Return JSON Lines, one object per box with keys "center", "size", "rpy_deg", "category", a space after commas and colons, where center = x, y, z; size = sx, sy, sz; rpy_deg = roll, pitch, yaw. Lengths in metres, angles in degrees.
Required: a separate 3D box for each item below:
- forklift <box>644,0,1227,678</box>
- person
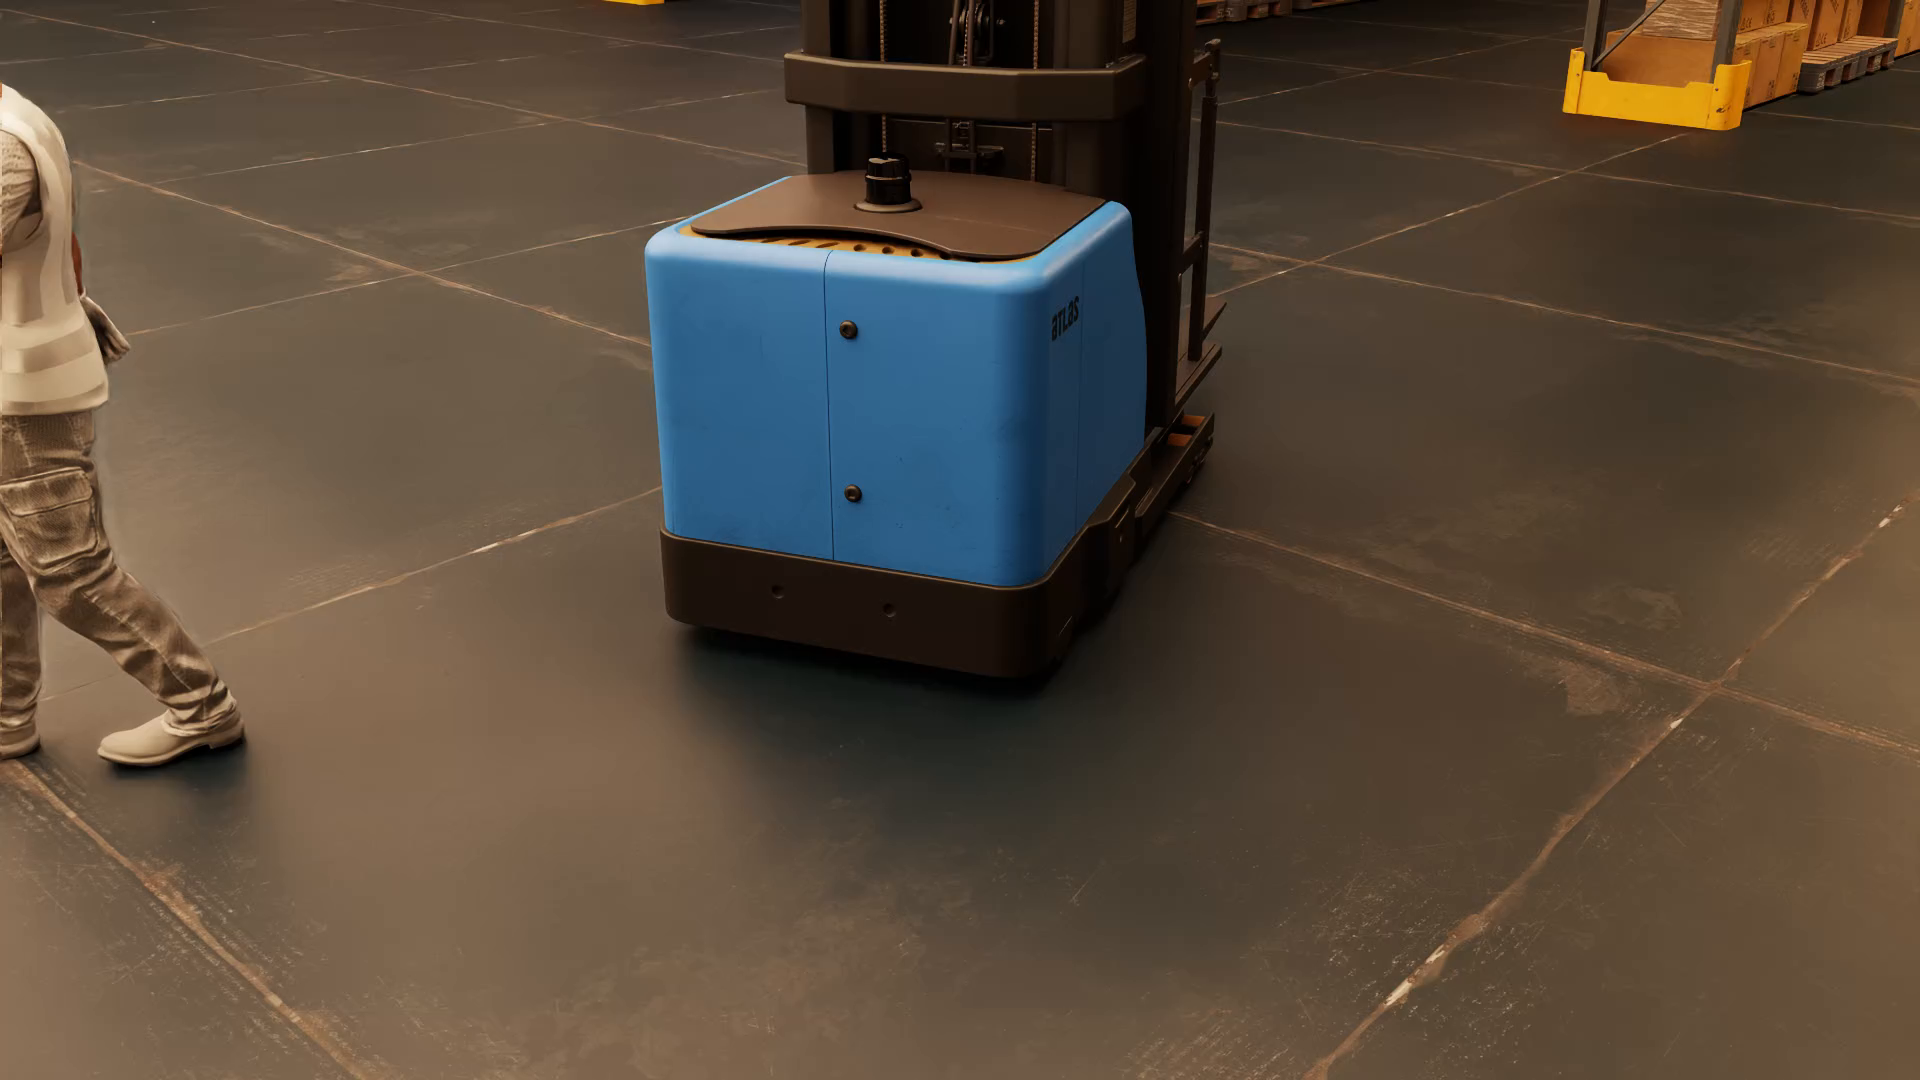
{"center": [0.211, -1.572, 4.911], "size": [1.130, 2.935, 3.031], "rpy_deg": [8, 25, 18], "category": "forklift"}
{"center": [-2.075, -0.311, 3.518], "size": [0.754, 1.756, 1.020], "rpy_deg": [-11, 26, -24], "category": "person"}
